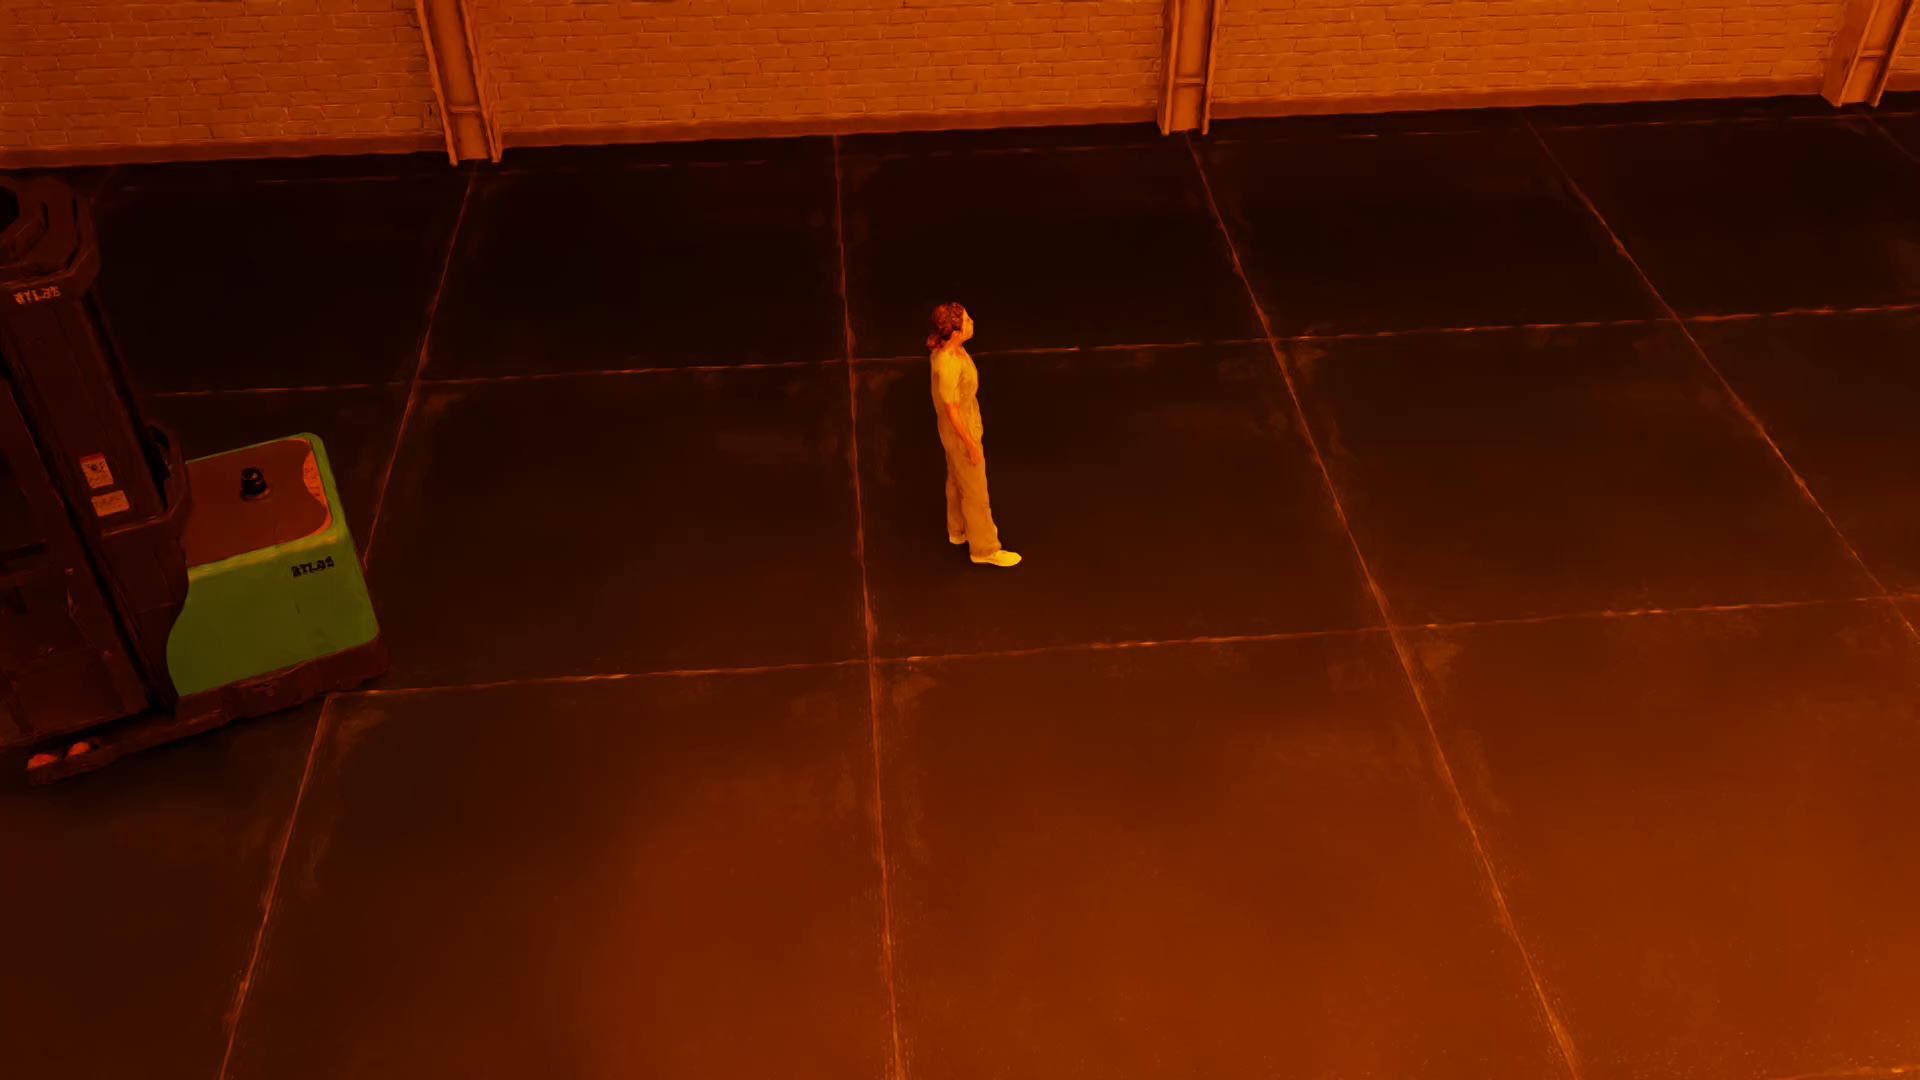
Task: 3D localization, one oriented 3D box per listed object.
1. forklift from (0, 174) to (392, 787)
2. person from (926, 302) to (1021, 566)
[{"bbox_3d":[-4.733,-0.227,8.203,3.031,2.935,1.130,-17,43,-19],"label":"forklift"},{"bbox_3d":[0.091,-0.545,9.720,0.516,1.427,0.550,-3,41,-4],"label":"person"}]
